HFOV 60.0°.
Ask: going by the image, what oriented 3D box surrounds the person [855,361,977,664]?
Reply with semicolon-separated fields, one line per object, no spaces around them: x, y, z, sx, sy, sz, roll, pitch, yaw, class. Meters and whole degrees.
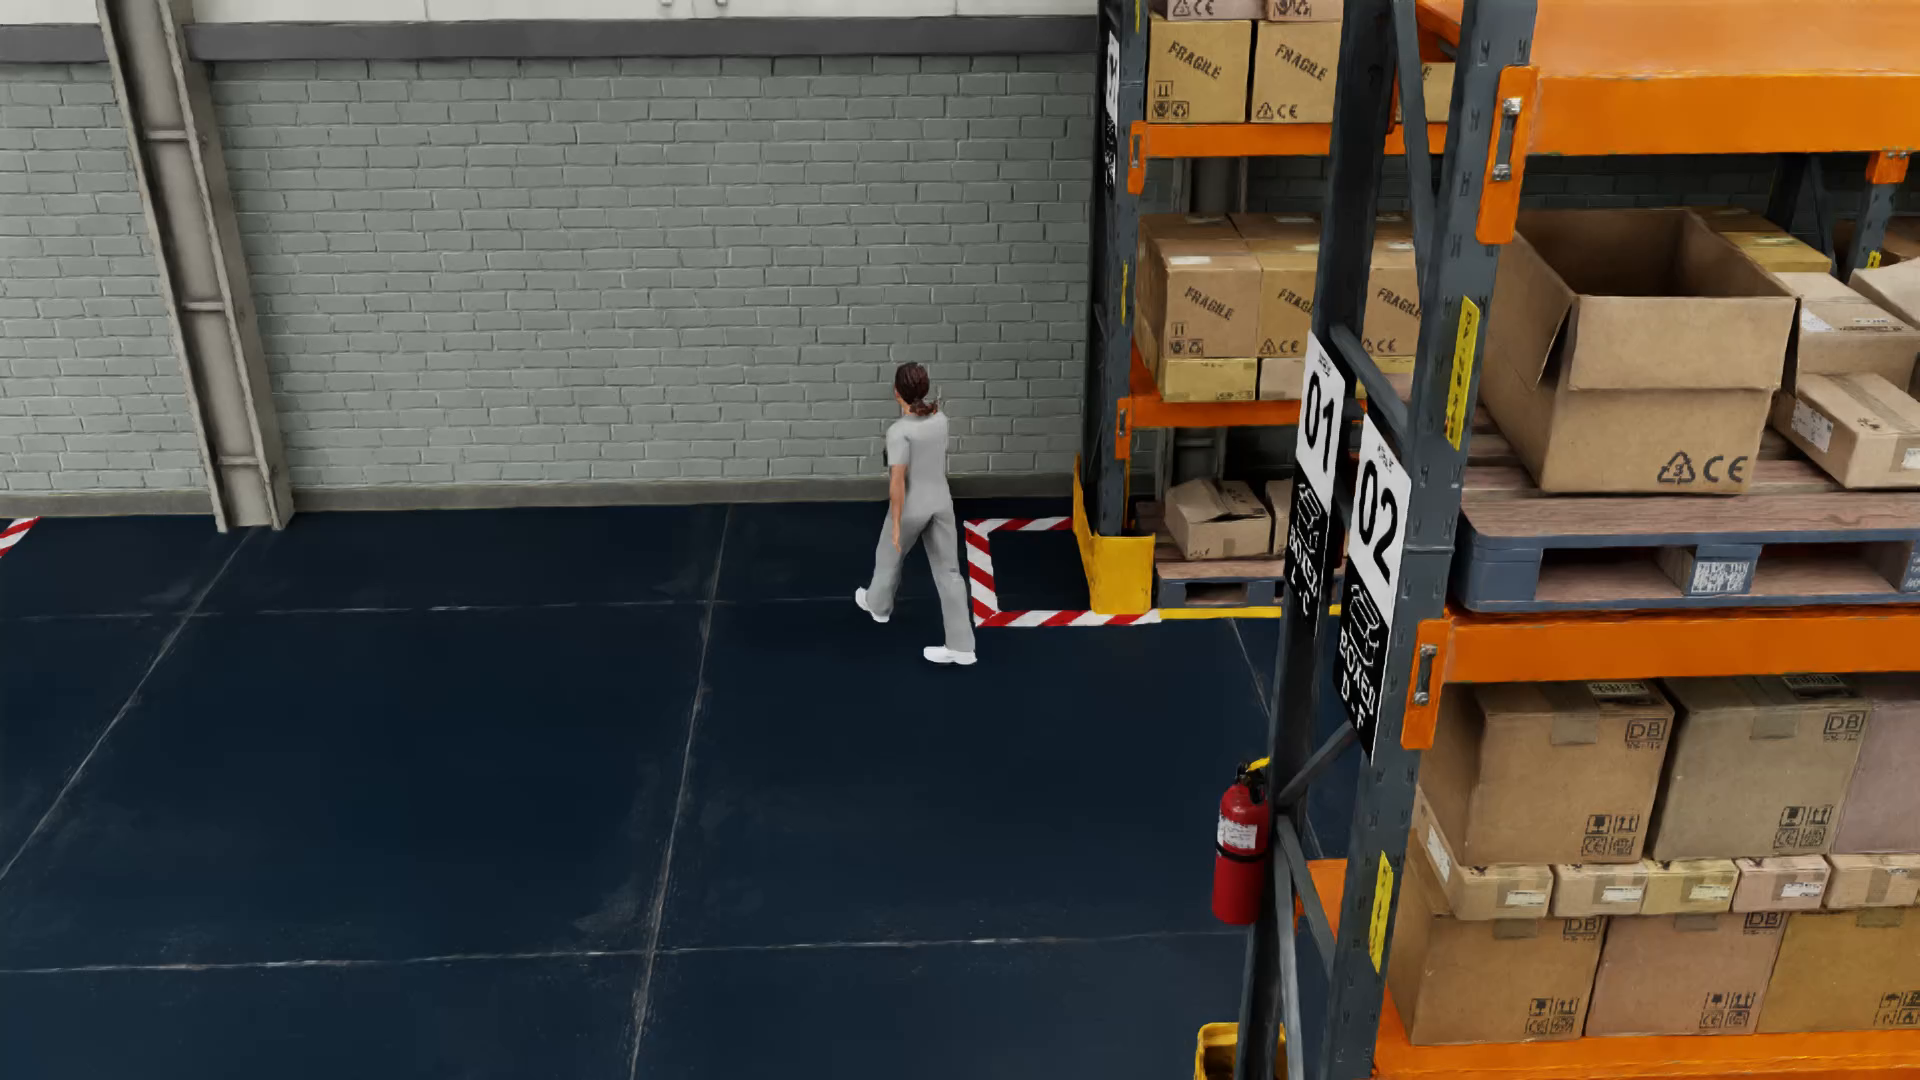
-0.249;-0.185;8.971;0.470;1.619;0.953;-15;31;-26;person
